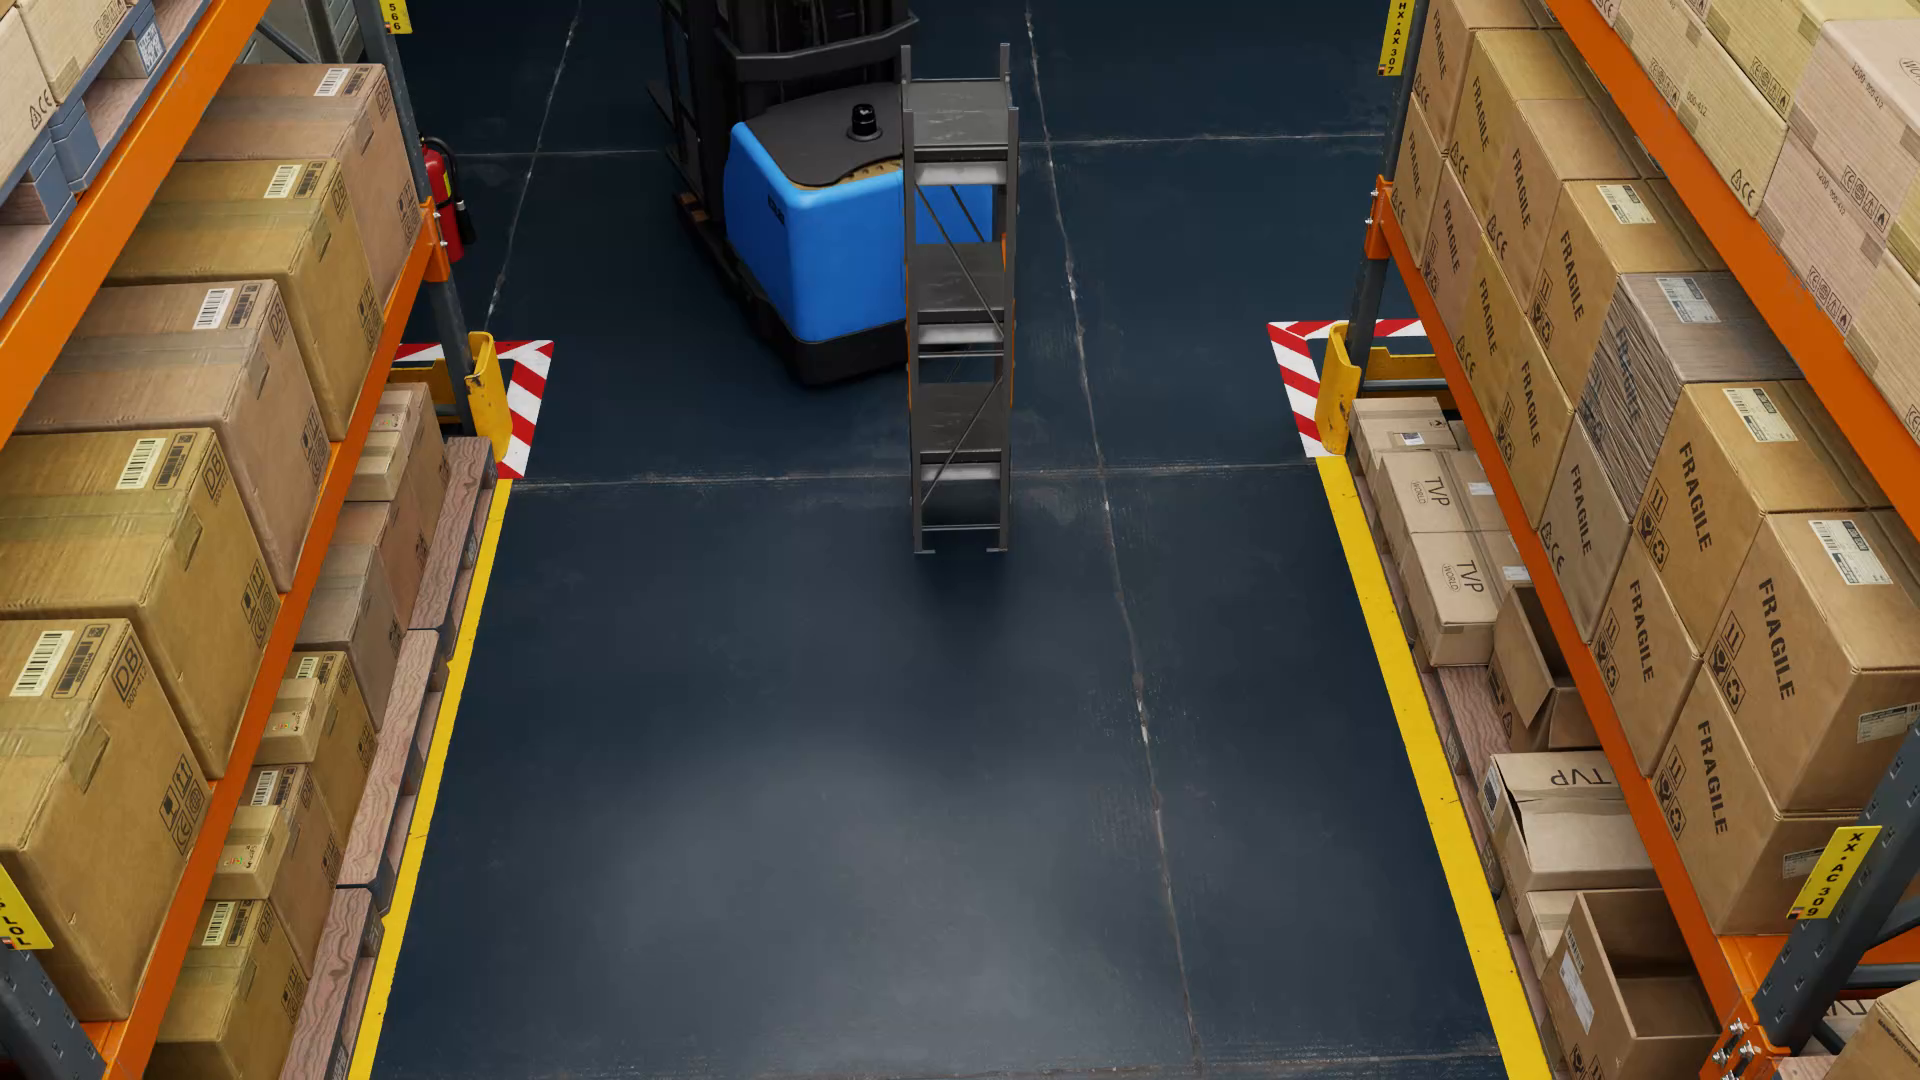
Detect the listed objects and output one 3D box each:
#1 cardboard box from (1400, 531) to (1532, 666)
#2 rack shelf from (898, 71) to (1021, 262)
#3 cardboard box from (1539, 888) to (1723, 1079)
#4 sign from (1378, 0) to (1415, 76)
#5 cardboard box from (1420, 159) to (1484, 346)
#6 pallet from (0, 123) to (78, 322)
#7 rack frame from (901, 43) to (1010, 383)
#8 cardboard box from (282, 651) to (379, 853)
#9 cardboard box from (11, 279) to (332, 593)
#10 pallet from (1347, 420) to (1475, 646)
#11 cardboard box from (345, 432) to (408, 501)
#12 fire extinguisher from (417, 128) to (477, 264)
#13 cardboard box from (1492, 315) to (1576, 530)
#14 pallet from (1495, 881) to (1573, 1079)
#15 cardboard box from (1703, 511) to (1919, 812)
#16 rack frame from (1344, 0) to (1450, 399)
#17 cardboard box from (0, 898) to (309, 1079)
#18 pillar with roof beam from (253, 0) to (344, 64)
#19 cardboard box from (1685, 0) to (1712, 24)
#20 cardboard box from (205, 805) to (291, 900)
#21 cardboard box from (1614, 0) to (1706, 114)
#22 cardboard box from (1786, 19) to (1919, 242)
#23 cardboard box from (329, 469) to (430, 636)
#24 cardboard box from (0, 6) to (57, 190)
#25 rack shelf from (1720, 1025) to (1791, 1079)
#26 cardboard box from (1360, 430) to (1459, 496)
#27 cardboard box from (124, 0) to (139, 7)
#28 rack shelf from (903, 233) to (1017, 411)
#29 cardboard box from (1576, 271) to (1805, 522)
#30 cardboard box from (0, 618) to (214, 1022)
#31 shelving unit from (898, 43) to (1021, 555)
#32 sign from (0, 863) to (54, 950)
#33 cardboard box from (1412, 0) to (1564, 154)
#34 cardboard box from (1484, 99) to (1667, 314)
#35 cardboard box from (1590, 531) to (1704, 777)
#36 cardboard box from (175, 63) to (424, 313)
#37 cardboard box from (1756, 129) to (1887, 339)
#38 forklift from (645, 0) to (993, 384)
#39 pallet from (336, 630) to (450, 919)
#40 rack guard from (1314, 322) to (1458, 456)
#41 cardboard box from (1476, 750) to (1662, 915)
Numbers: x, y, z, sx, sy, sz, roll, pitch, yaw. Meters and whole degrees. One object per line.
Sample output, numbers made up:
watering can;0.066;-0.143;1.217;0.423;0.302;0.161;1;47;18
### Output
cardboard box;2.047;0.223;6.496;0.500;0.250;0.500;-2;43;-2
rack shelf;-0.007;-1.392;6.199;0.431;0.518;0.480;-2;43;-2
cardboard box;2.127;1.404;5.023;0.500;0.500;0.500;-2;43;-2
sign;1.722;-1.982;6.552;0.100;0.325;0.005;-2;43;-2
cardboard box;2.047;-1.061;6.113;0.500;0.500;0.500;-2;43;-2
pallet;-2.539;-0.460;3.377;1.003;0.211;1.213;-2;43;-2
rack frame;-0.017;-1.051;6.842;0.400;2.100;0.015;-2;43;-2
cardboard box;-2.482;0.739;5.763;0.700;0.500;0.500;-1;43;-1
cardboard box;-2.588;-0.295;5.130;0.980;0.700;0.700;-4;43;-4
pallet;2.303;-0.061;7.161;1.003;0.211;1.213;-2;43;-2
cardboard box;-2.356;-0.283;6.398;0.380;0.149;0.250;-1;43;-1
fire extinguisher;-2.230;-1.483;6.982;0.296;0.674;0.183;-2;43;-2
cardboard box;2.085;-0.384;5.375;0.500;0.500;0.500;-1;43;-1
pallet;2.406;1.586;5.364;1.003;0.211;1.213;-2;43;-2
cardboard box;2.154;0.282;3.909;0.500;0.500;0.500;-1;43;-2
rack frame;2.264;-1.679;6.862;1.000;3.000;0.127;-2;43;-2
cardboard box;-2.444;1.425;5.015;0.700;0.500;0.500;-1;43;-1
pillar with roof beam;0.638;-5.667;6.773;9.100;9.000;0.400;-2;43;-2
cardboard box;2.085;-1.547;4.239;0.500;0.250;0.500;-2;43;-2
cardboard box;-2.276;0.949;5.053;0.380;0.149;0.250;0;43;0
cardboard box;2.091;-1.363;4.408;0.500;0.250;0.500;-2;43;-2
cardboard box;2.125;-0.872;3.502;0.500;0.250;0.500;-2;43;-2
cardboard box;-2.534;0.040;6.526;0.700;0.500;0.500;-2;43;-2
cardboard box;-2.288;-0.895;3.512;0.500;0.250;0.500;-2;43;-3
rack shelf;2.519;2.637;2.686;1.077;0.370;4.000;-2;43;-2
cardboard box;1.950;-0.335;7.167;0.380;0.166;0.250;-2;43;-2
cardboard box;-2.338;-1.587;4.268;0.500;0.250;0.500;-3;43;-3
rack shelf;-0.007;-0.876;6.672;0.431;0.518;0.480;-2;43;-2
cardboard box;2.109;-0.404;4.657;0.500;0.500;0.500;-1;43;-1
cardboard box;-2.521;0.689;4.057;0.980;0.700;0.700;-1;43;-1
shelving unit;-0.007;-0.886;6.662;0.431;2.100;0.503;-2;43;-2
sign;-1.973;0.746;3.418;0.100;0.325;0.005;-2;43;-2
cardboard box;2.020;-1.777;6.155;0.500;0.500;0.500;0;43;0
cardboard box;2.066;-1.087;5.402;0.500;0.500;0.500;-1;43;-1
cardboard box;2.133;0.306;4.622;0.500;0.500;0.500;-1;43;-1
cardboard box;-2.653;-1.301;6.227;0.980;0.700;0.700;0;43;0
cardboard box;2.137;-0.688;3.671;0.500;0.250;0.500;-2;43;-2
forklift;-0.920;-2.824;8.161;1.130;2.935;3.031;-18;45;-18
pallet;-2.524;0.853;6.163;1.003;0.211;1.213;-2;43;-2
rack guard;2.268;-0.706;7.651;1.175;0.500;0.348;-2;43;-2
cardboard box;2.095;0.968;5.639;0.500;0.311;0.500;-2;43;-2
